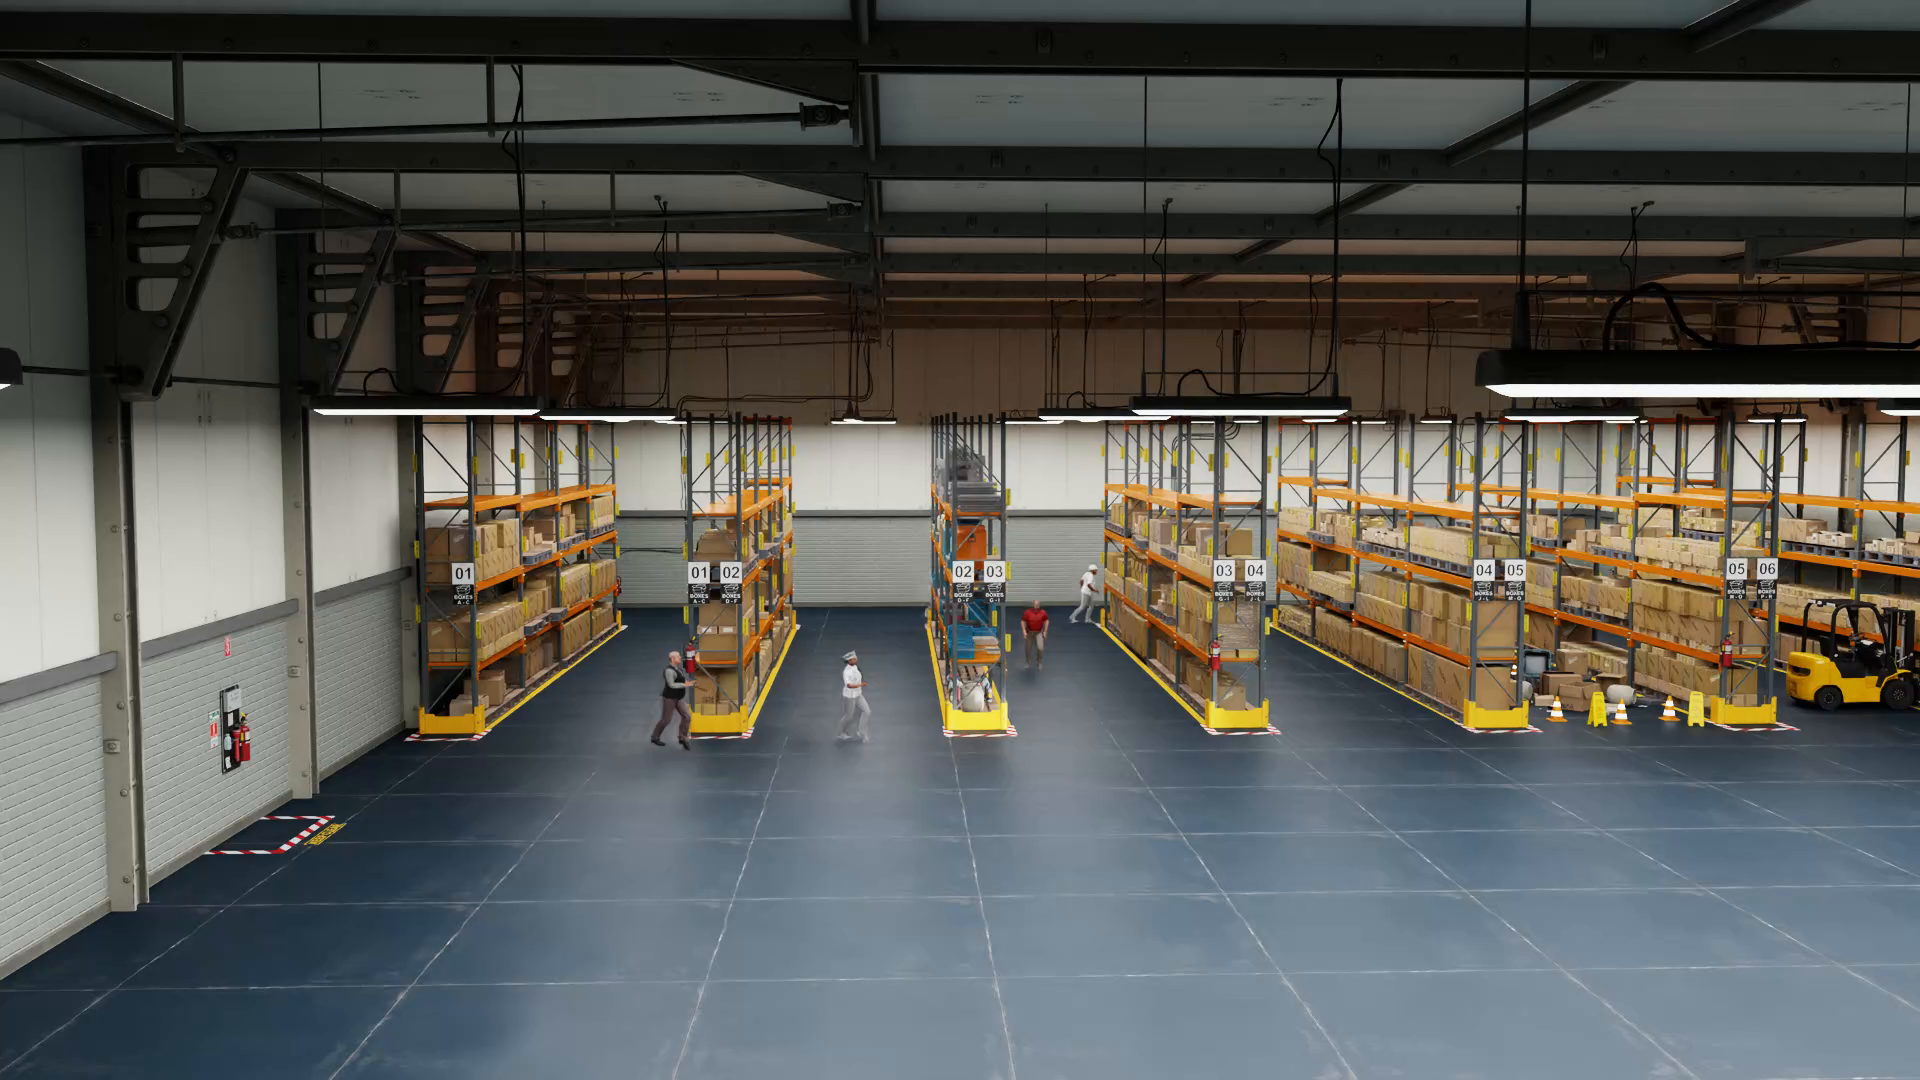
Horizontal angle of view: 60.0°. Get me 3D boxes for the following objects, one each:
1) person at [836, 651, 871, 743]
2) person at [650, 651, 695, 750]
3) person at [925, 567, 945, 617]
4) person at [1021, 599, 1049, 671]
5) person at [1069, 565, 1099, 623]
[{"bbox_3d":[-1.982,2.852,30.059,0.669,1.735,0.567,2,4,26],"label":"person"},{"bbox_3d":[-5.084,2.858,29.457,0.851,1.782,0.599,1,4,19],"label":"person"},{"bbox_3d":[-0.562,1.481,49.557,0.895,1.717,0.780,1,4,21],"label":"person"},{"bbox_3d":[1.753,2.224,39.255,0.642,1.686,0.655,0,4,1],"label":"person"},{"bbox_3d":[3.622,1.577,48.439,0.882,1.715,0.698,0,4,2],"label":"person"}]
